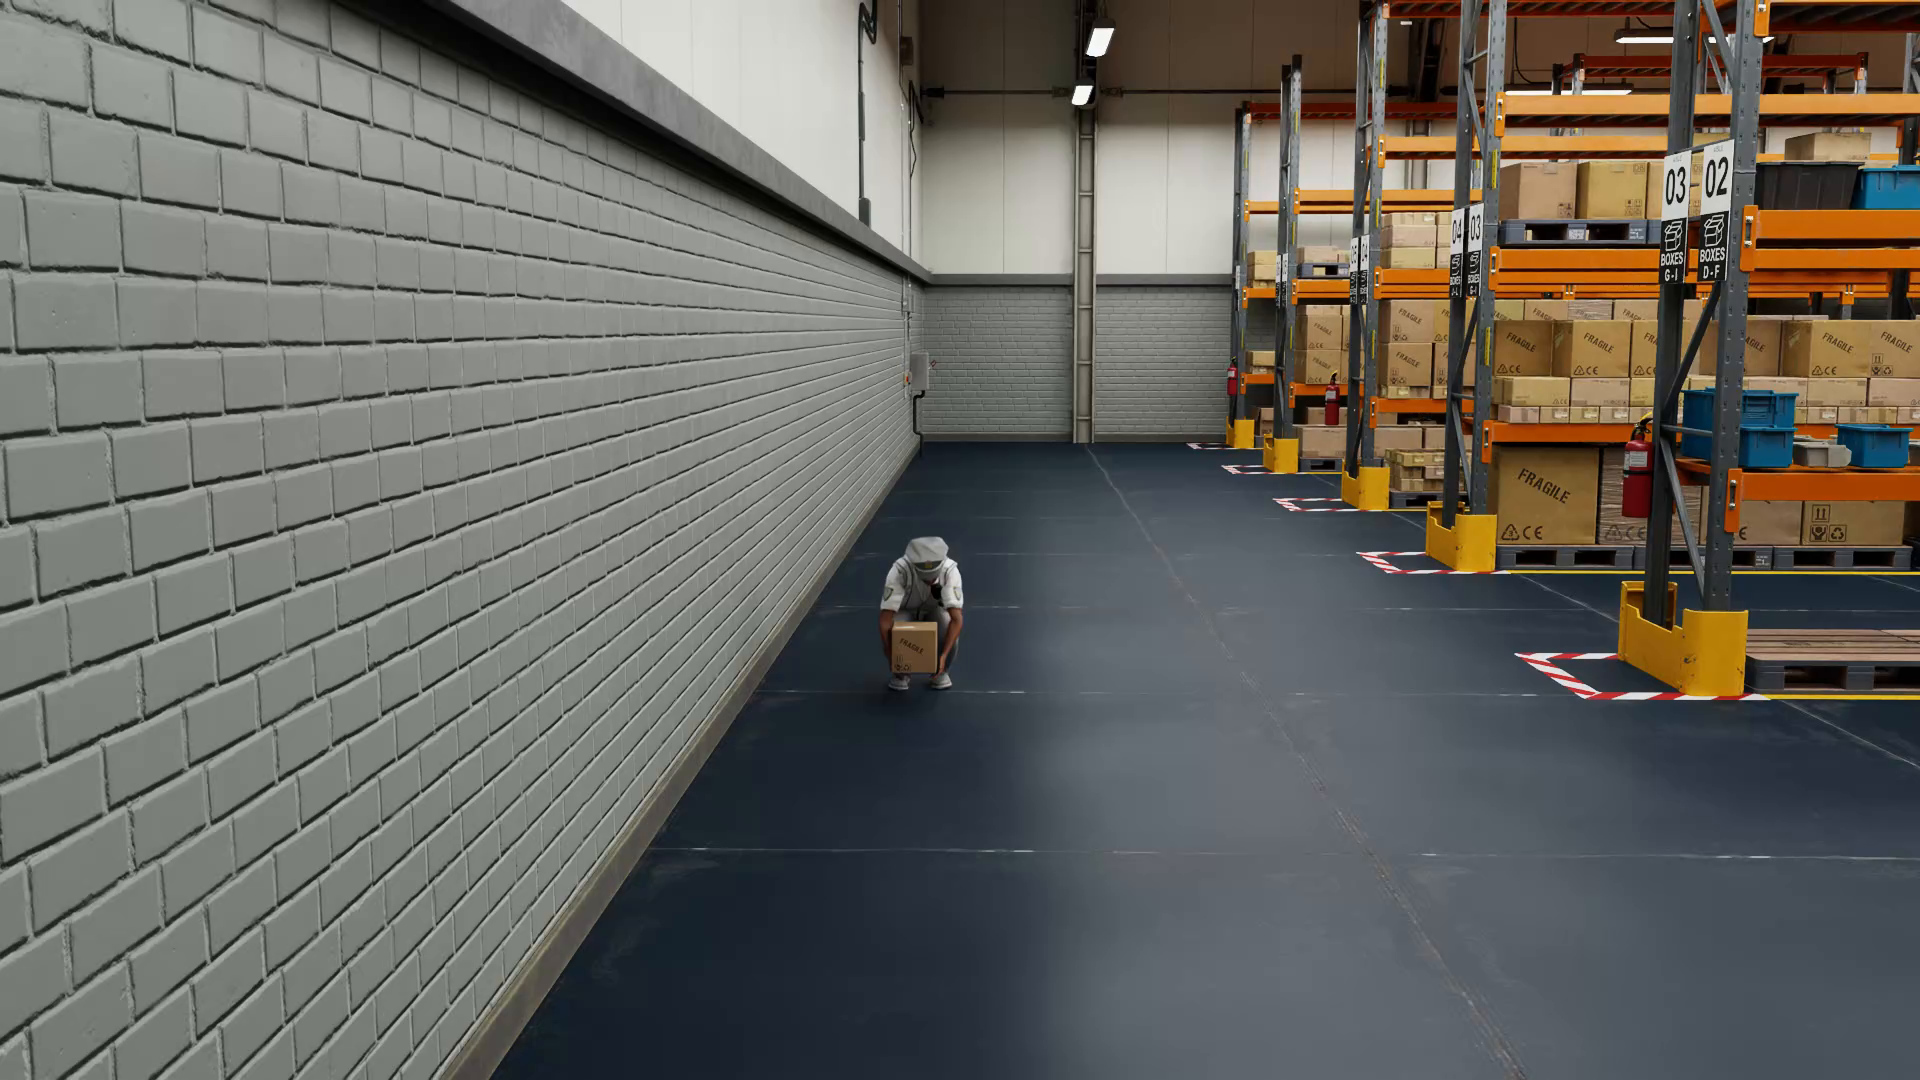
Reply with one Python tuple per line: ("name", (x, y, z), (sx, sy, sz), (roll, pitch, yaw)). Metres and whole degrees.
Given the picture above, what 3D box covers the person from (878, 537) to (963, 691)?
("person", (-0.224, 0.428, 9.839), (0.495, 0.950, 0.841), (0, 7, 1))
